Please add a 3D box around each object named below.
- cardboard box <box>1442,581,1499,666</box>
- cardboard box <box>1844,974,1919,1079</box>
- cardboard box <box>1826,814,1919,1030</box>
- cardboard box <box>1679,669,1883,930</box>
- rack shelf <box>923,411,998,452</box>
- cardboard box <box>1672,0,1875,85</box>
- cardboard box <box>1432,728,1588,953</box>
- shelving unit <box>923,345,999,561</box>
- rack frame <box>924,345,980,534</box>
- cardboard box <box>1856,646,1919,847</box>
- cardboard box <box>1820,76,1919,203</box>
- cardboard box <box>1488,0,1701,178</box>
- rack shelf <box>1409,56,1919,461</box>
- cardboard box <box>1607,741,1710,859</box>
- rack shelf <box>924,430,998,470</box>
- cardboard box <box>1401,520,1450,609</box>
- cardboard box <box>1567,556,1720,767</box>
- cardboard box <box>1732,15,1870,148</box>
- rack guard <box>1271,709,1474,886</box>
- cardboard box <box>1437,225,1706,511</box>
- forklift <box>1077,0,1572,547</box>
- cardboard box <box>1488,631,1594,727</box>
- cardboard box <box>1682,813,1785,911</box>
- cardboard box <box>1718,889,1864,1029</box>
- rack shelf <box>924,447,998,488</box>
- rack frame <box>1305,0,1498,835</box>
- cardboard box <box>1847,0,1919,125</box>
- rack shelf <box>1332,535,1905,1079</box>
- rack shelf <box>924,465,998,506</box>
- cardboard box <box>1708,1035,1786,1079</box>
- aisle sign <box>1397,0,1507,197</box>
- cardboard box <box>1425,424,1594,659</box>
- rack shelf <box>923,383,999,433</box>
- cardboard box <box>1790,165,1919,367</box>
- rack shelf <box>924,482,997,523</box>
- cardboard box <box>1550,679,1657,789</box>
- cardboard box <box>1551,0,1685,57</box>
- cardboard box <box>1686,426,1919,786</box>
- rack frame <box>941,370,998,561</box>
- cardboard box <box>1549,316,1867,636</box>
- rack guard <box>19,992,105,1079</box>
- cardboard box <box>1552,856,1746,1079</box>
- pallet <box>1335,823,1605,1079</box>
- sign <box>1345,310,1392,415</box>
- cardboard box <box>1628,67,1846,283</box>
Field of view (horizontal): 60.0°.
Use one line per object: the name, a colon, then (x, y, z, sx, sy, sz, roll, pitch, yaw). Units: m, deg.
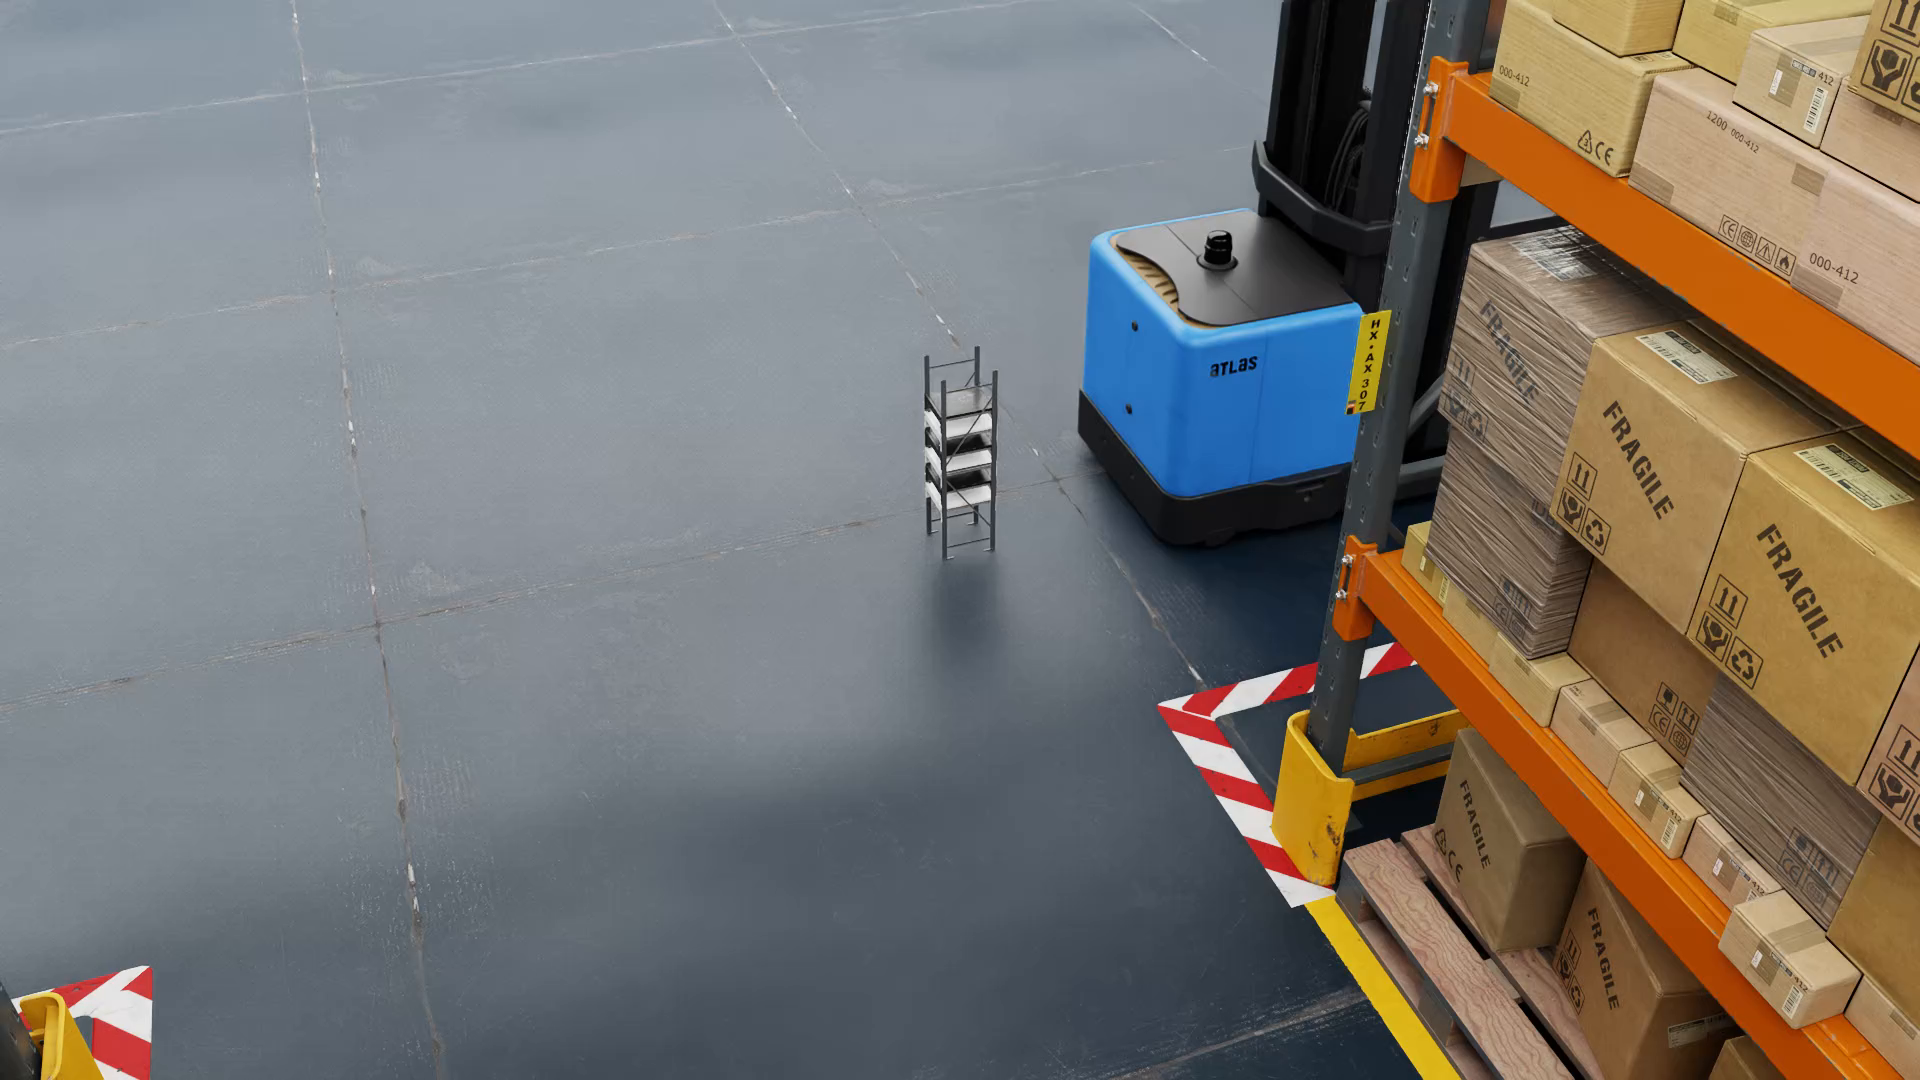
cardboard box: (1.608, 0.190, 4.713, 0.380, 0.149, 0.250, -12, 39, -16)
cardboard box: (2.176, 1.026, 3.603, 0.380, 0.149, 0.250, -12, 39, -16)
cardboard box: (2.406, 0.726, 3.463, 0.875, 0.500, 0.500, -12, 39, -16)
cardboard box: (2.245, 0.441, 3.841, 0.875, 0.500, 0.500, -12, 39, -16)
rack shelf: (0.003, -0.472, 6.885, 0.258, 0.077, 0.200, -12, 39, -16)
cardboard box: (1.744, -1.076, 3.486, 0.380, 0.149, 0.250, -13, 39, -17)
cardboard box: (1.865, 0.921, 5.262, 0.500, 0.500, 0.500, -6, 37, -7)
shelving unit: (0.003, -0.355, 6.973, 0.258, 0.900, 0.210, -12, 39, -16)
rack frame: (-0.032, -0.412, 7.049, 0.240, 0.900, 0.006, -12, 39, -16)
cardboard box: (2.116, 0.391, 3.077, 0.500, 0.500, 0.500, -12, 39, -16)
cardboard box: (1.851, -0.769, 3.078, 0.380, 0.149, 0.250, -13, 39, -16)
cardboard box: (1.589, -1.078, 3.820, 0.500, 0.250, 0.500, -11, 38, -15)
rack shelf: (2.354, -0.047, 2.924, 1.077, 0.370, 4.000, -12, 39, -16)
cardboard box: (1.865, 0.614, 4.150, 0.380, 0.149, 0.250, -12, 39, -16)
rack shelf: (0.003, -0.400, 6.939, 0.258, 0.077, 0.200, -12, 39, -16)
cardboard box: (1.540, 0.045, 4.906, 0.380, 0.149, 0.250, -12, 39, -16)
cardboard box: (2.114, 0.150, 4.228, 0.875, 0.500, 0.500, -12, 39, -16)
cardboard box: (1.771, -0.907, 3.262, 0.380, 0.149, 0.250, -11, 38, -14)
rack guard: (1.692, 0.776, 5.805, 1.175, 0.500, 0.348, -12, 39, -16)
cardboard box: (1.599, -0.457, 4.202, 0.500, 0.500, 0.500, -12, 39, -16)
forklift: (2.124, -1.683, 7.049, 3.031, 2.935, 1.130, -12, 39, -16)
cardboard box: (1.680, 0.335, 4.522, 0.380, 0.149, 0.250, -12, 39, -16)
cardboard box: (1.976, 0.750, 3.970, 0.380, 0.149, 0.250, -12, 39, -16)
cardboard box: (1.965, 0.912, 3.754, 0.380, 0.149, 0.250, -12, 39, -16)
rack shelf: (0.003, -0.328, 6.993, 0.258, 0.077, 0.200, -12, 39, -16)
rack frame: (1.666, -0.266, 5.110, 1.000, 3.000, 0.127, -12, 39, -16)
cardboard box: (1.923, -0.928, 2.749, 0.500, 0.500, 0.500, -13, 39, -16)
rack shelf: (2.354, 1.151, 3.826, 1.077, 0.370, 4.000, -12, 39, -16)
rack shelf: (0.003, -0.256, 7.047, 0.258, 0.077, 0.200, -12, 39, -16)
cardboard box: (2.300, 1.609, 4.349, 0.500, 0.500, 0.500, -9, 38, -12)
aisle sign: (1.363, -1.277, 4.291, 0.394, 0.787, 0.004, -12, 39, -16)
cardboard box: (1.829, -0.108, 4.570, 0.875, 0.500, 0.500, -12, 39, -16)
rack shelf: (0.003, -0.544, 6.831, 0.258, 0.077, 0.200, -12, 39, -16)
cardboard box: (1.939, -0.507, 3.062, 0.500, 0.250, 0.500, -13, 39, -16)
rack shelf: (0.003, -0.184, 7.102, 0.258, 0.077, 0.200, -12, 39, -16)
cardboard box: (1.785, 0.471, 4.340, 0.380, 0.149, 0.250, -12, 39, -16)
cardboard box: (1.542, -1.193, 3.641, 0.380, 0.149, 0.250, -12, 39, -15)
cardboard box: (1.938, 0.109, 3.450, 0.500, 0.500, 0.500, -12, 39, -16)
rack frame: (0.038, -0.297, 6.897, 0.240, 0.900, 0.006, -12, 39, -16)
cardboard box: (1.765, -0.173, 3.825, 0.500, 0.500, 0.500, -12, 39, -16)
rack guard: (-3.034, 1.689, 4.592, 1.175, 0.500, 0.348, -12, 39, -16)
cardboard box: (2.103, 1.252, 4.823, 0.500, 0.500, 0.500, -3, 37, -4)
pallet: (1.938, 1.357, 5.273, 1.003, 0.211, 1.213, -12, 39, -16)
sign: (1.156, -0.499, 4.700, 0.100, 0.325, 0.005, -12, 39, -16)
cardboard box: (1.772, -0.788, 3.435, 0.500, 0.250, 0.500, -13, 39, -17)
